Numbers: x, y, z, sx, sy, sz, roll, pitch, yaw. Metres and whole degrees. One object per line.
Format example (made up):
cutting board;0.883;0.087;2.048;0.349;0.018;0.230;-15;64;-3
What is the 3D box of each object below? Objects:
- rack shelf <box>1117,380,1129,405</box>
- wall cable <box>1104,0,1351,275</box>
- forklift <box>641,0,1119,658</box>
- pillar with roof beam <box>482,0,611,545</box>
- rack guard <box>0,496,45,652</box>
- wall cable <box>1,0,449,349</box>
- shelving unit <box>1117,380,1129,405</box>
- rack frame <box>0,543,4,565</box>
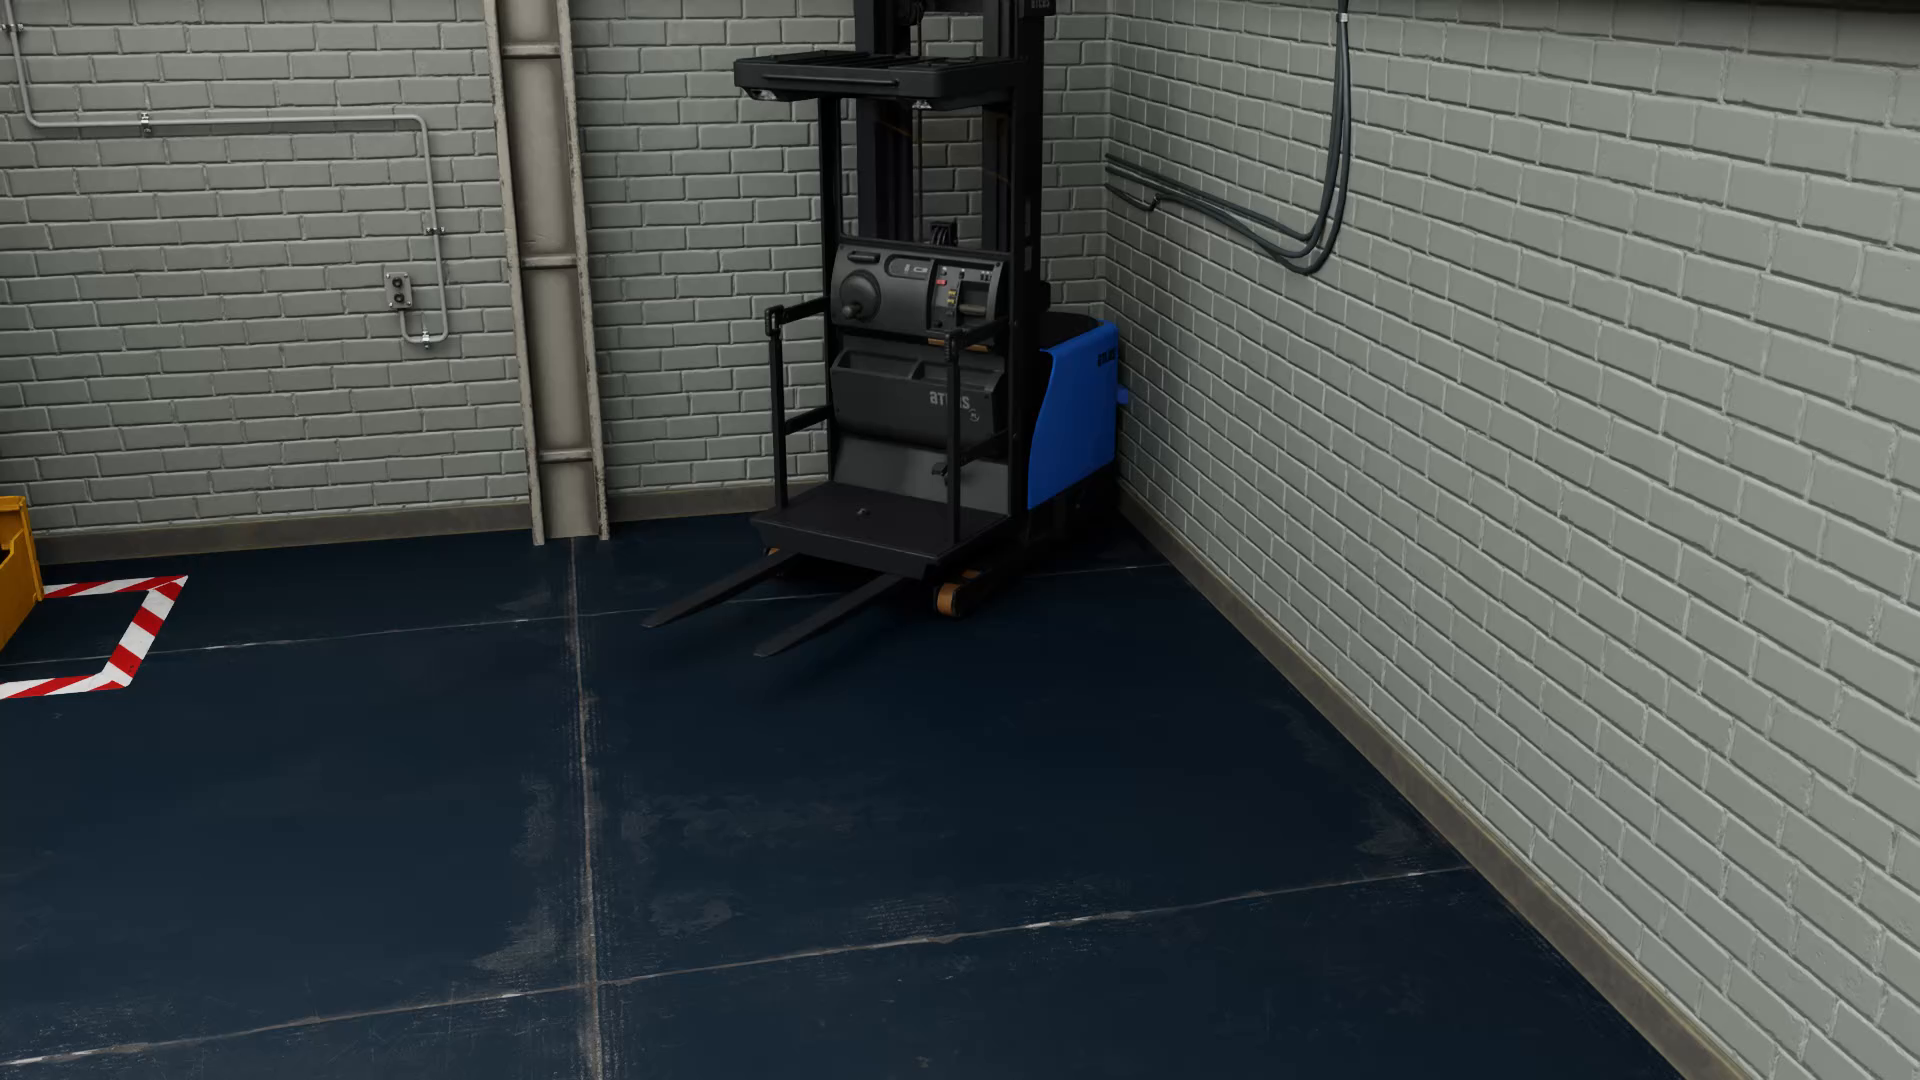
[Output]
rack shelf;0.754;-0.891;9.424;1.000;0.185;0.538;14;27;30
wall cable;1.076;-2.632;7.430;0.112;2.526;3.097;-5;21;-12
forklift;-0.320;-1.191;7.805;1.130;2.935;3.031;12;23;29
pillar with roof beam;-1.092;-2.824;3.440;0.400;9.000;9.100;-5;21;-12
rack guard;-4.487;0.227;7.467;0.348;0.500;1.175;-5;21;-12
wall cable;-3.482;-1.840;7.999;1.851;1.984;0.084;-5;21;-12
shelving unit;0.754;-1.057;9.354;1.048;1.500;0.538;14;27;30
rack frame;-4.511;-0.945;7.032;0.127;3.000;1.000;-5;21;-12
